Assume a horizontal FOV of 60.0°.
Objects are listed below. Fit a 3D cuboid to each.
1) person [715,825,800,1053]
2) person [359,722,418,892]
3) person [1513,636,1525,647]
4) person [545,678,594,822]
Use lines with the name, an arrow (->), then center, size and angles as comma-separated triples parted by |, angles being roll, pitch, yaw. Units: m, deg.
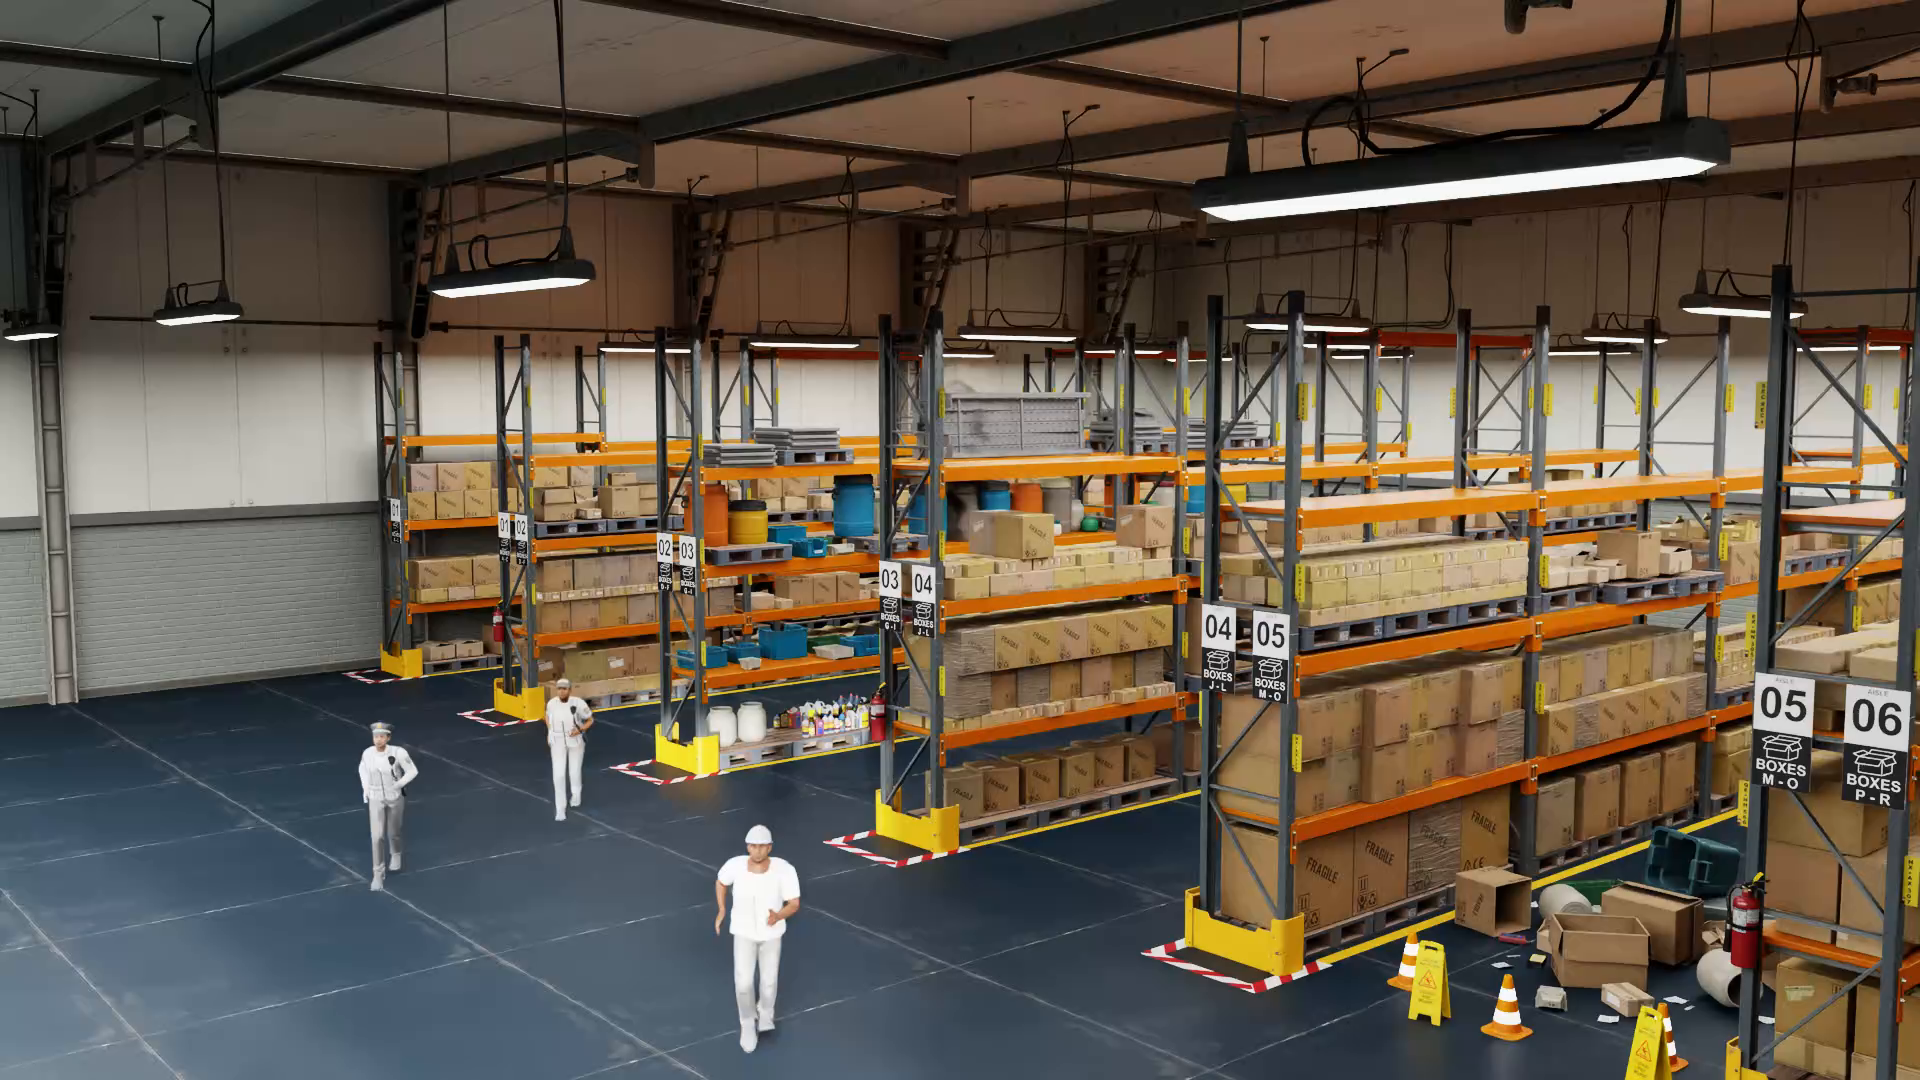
person -> -1.584, 3.109, 13.018 | 0.671, 1.787, 0.809 | 0, 5, -5
person -> -5.990, 2.731, 17.439 | 0.611, 1.732, 0.813 | -1, 5, -11
person -> 8.179, 2.110, 23.885 | 0.659, 1.798, 0.896 | 5, 7, 43
person -> -4.739, 2.508, 20.191 | 0.599, 1.716, 0.797 | -1, 5, -6
